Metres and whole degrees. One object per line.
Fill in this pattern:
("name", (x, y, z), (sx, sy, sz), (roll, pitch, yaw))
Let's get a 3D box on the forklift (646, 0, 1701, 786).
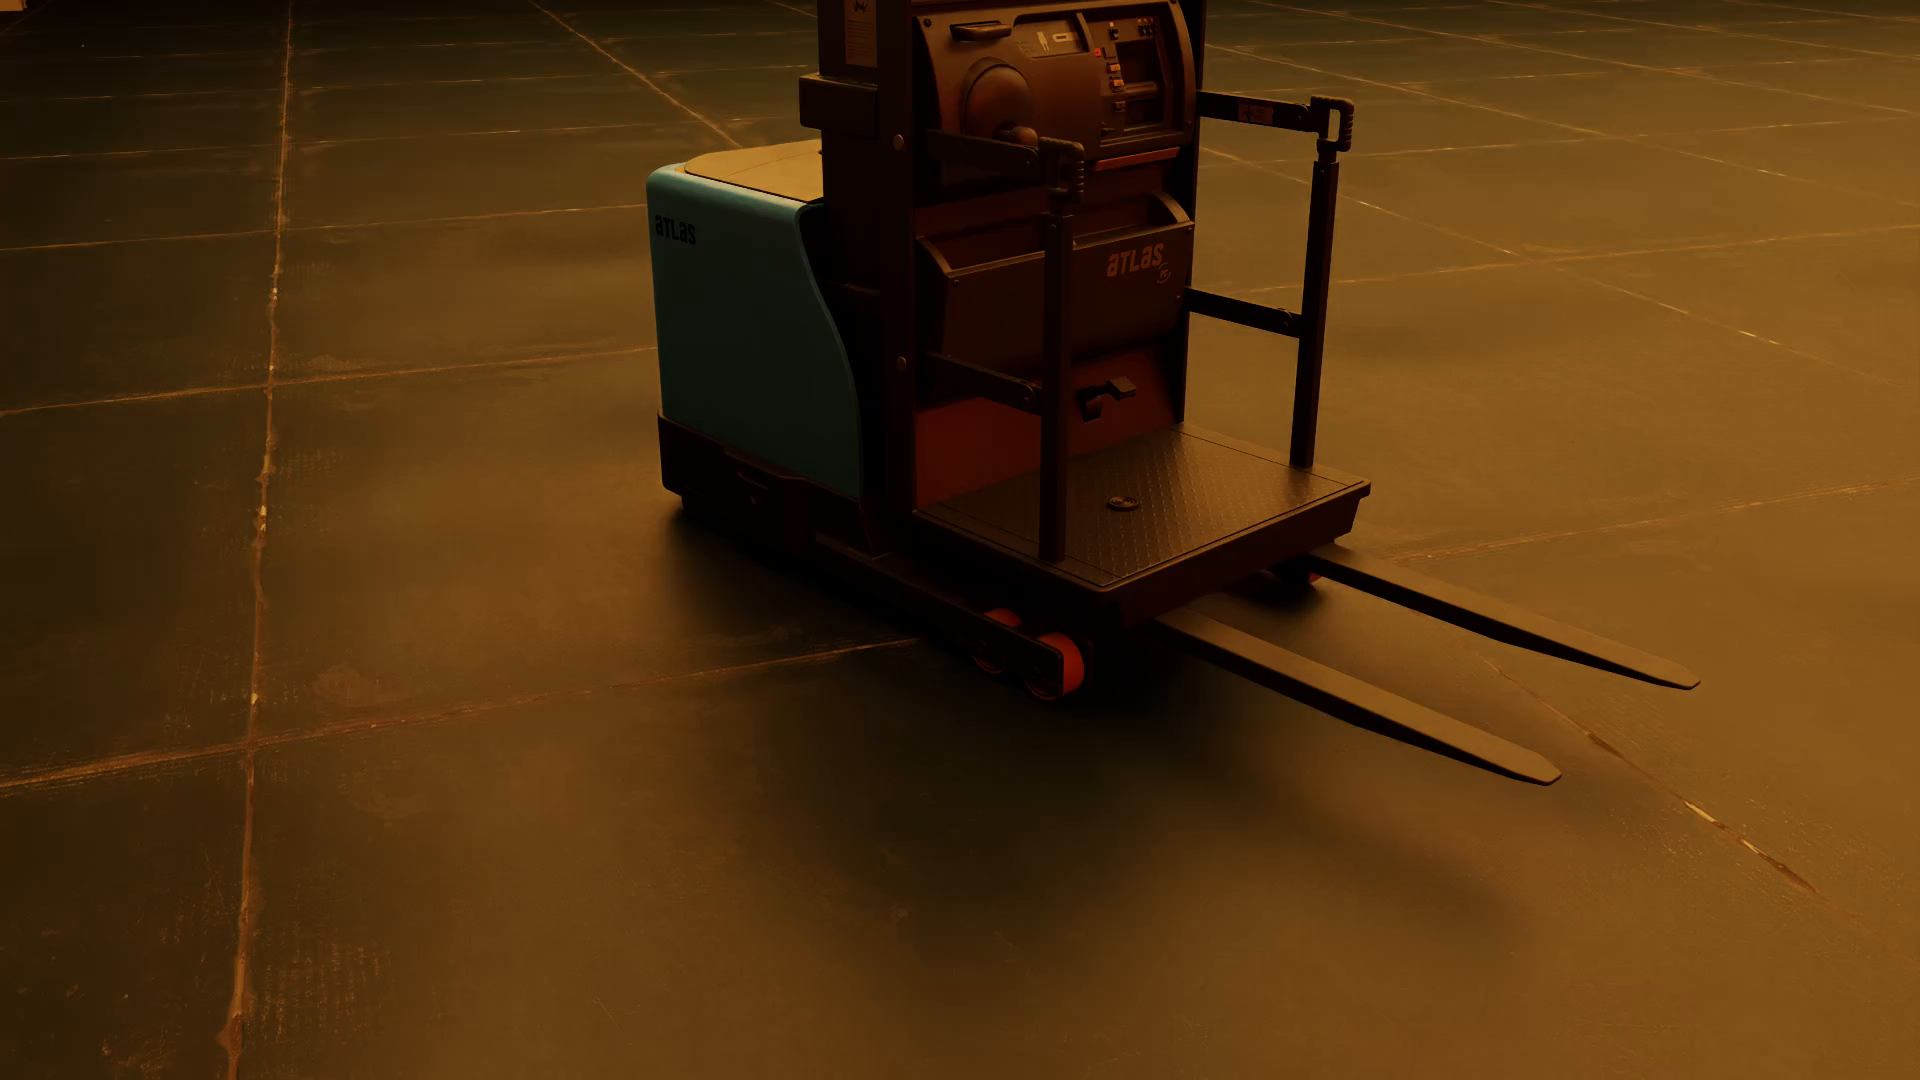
("forklift", (0.409, -1.176, 4.096), (1.130, 2.935, 3.031), (-19, 30, -38))
